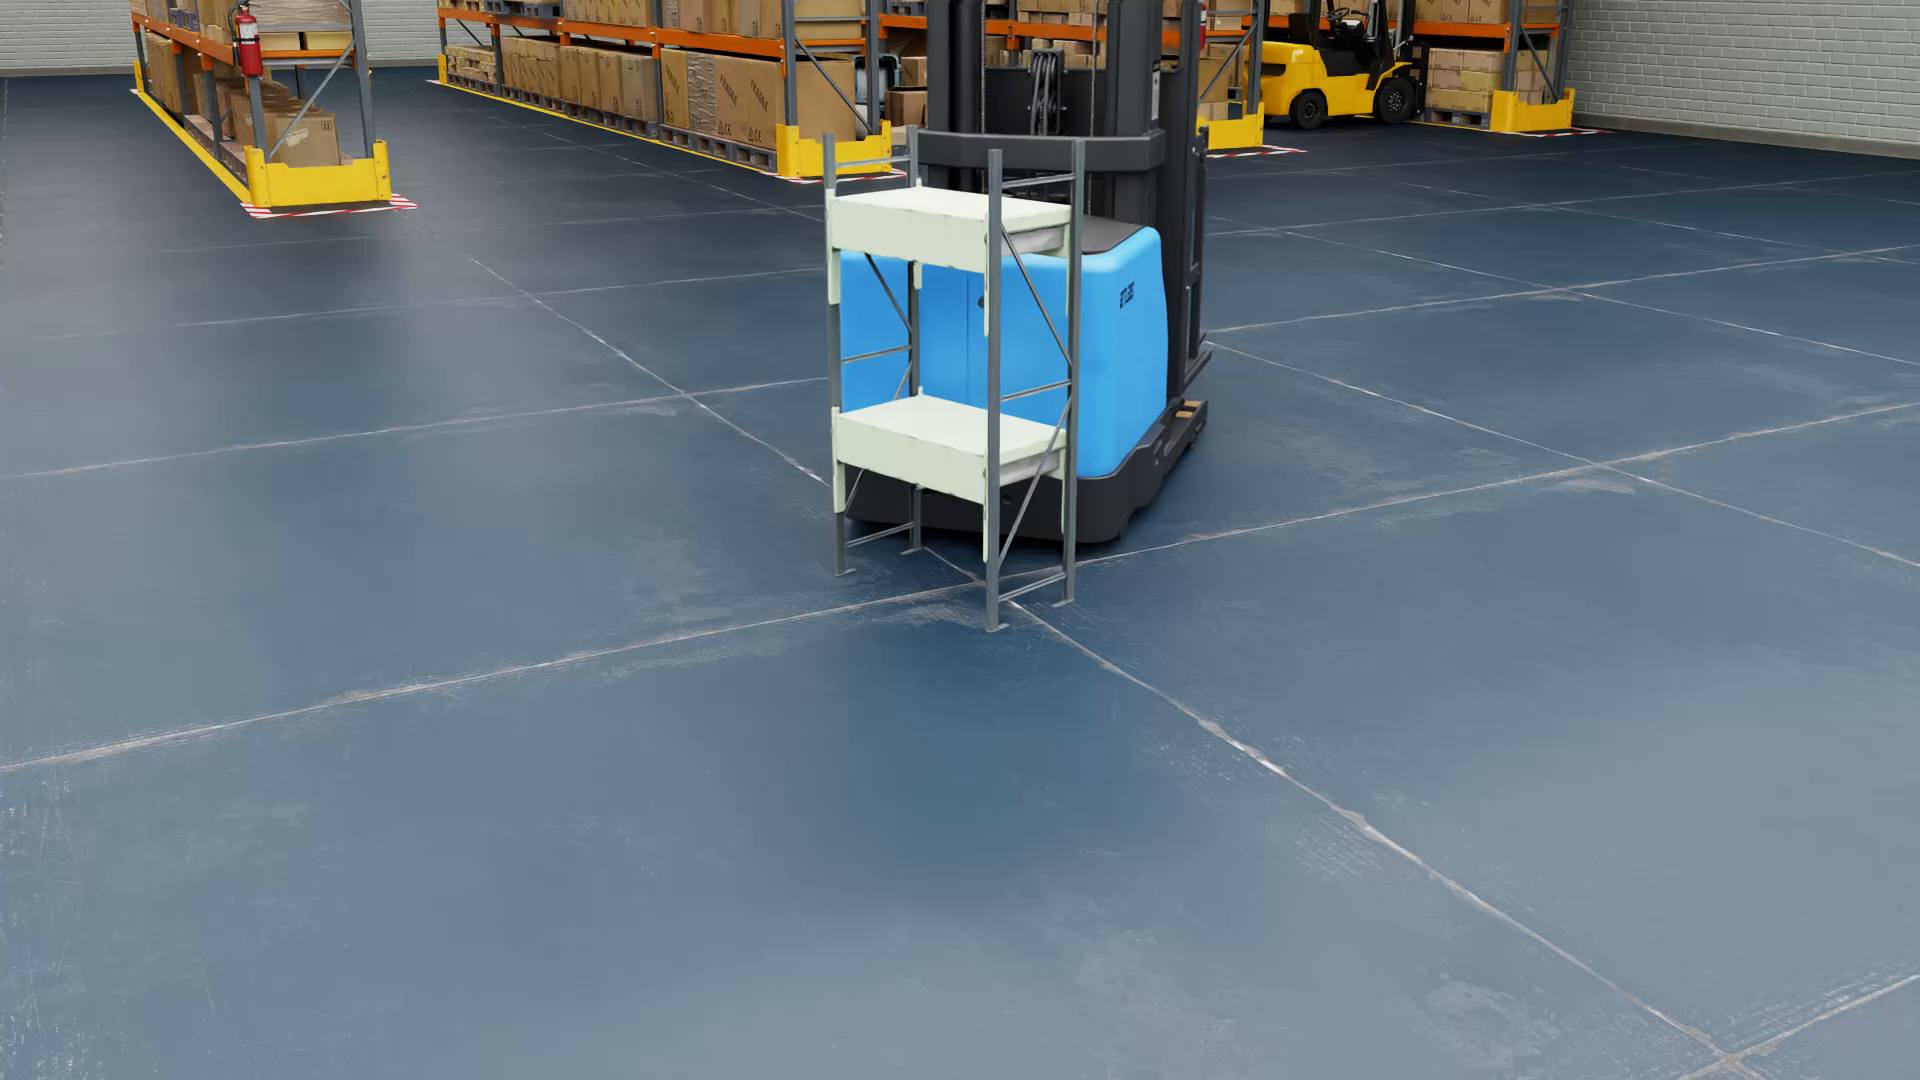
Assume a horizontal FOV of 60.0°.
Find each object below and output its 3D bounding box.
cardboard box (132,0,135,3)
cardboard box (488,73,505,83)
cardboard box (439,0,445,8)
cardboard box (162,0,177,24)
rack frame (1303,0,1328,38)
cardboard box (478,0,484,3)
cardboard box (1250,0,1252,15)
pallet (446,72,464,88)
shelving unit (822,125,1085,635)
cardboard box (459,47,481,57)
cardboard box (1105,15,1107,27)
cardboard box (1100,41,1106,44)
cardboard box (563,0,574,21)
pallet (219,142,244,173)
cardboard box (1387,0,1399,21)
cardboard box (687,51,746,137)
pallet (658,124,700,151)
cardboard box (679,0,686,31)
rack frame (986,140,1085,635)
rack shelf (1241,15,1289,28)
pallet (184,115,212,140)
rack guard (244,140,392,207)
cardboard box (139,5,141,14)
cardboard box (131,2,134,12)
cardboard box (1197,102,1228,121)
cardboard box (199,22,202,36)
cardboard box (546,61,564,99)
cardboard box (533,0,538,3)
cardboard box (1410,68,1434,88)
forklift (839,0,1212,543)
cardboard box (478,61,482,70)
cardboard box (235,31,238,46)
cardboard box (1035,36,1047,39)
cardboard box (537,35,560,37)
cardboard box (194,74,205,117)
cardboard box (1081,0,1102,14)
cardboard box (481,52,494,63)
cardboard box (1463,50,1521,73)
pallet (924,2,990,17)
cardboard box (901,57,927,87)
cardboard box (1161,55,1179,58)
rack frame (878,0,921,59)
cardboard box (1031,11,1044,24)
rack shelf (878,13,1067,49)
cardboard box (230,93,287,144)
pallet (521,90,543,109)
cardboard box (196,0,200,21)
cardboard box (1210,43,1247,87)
[{"bbox_3d":[-12.823,-8.637,26.337,0.500,0.250,0.500,-11,22,-28],"label":"cardboard box"},{"bbox_3d":[-7.475,-7.542,27.115,0.380,0.149,0.250,-10,21,-26],"label":"cardboard box"},{"bbox_3d":[-9.023,-9.517,29.498,0.380,0.149,0.250,-10,21,-27],"label":"cardboard box"},{"bbox_3d":[-9.955,-6.894,21.358,0.500,0.500,0.500,-9,21,-25],"label":"cardboard box"},{"bbox_3d":[5.485,-7.900,24.427,1.000,3.000,0.127,-10,21,-27],"label":"rack frame"},{"bbox_3d":[-7.467,-8.914,26.756,0.500,0.500,0.500,-10,21,-27],"label":"cardboard box"},{"bbox_3d":[4.563,-8.224,25.596,0.500,0.250,0.500,-10,21,-26],"label":"cardboard box"},{"bbox_3d":[-8.497,-8.201,29.573,1.003,0.211,1.213,-10,21,-27],"label":"pallet"},{"bbox_3d":[-0.029,-0.542,5.404,0.755,1.500,0.431,18,26,42],"label":"shelving unit"},{"bbox_3d":[-8.504,-8.497,28.973,0.380,0.149,0.250,-11,22,-29],"label":"cardboard box"},{"bbox_3d":[1.983,-6.294,20.157,0.380,0.149,0.250,-10,22,-27],"label":"cardboard box"},{"bbox_3d":[2.681,-8.785,29.185,0.380,0.149,0.250,-10,22,-27],"label":"cardboard box"},{"bbox_3d":[-5.114,-7.359,22.707,0.500,0.500,0.500,-10,21,-26],"label":"cardboard box"},{"bbox_3d":[-7.253,-4.090,17.660,1.003,0.211,1.213,-10,21,-27],"label":"pallet"},{"bbox_3d":[6.190,-7.340,22.650,0.500,0.500,0.500,-10,21,-26],"label":"cardboard box"},{"bbox_3d":[-2.521,-5.079,18.865,0.875,0.875,0.875,-10,21,-26],"label":"cardboard box"},{"bbox_3d":[-2.898,-4.786,19.677,1.003,0.211,1.213,-10,21,-27],"label":"pallet"},{"bbox_3d":[-2.723,-6.147,19.117,0.875,0.550,0.550,-10,21,-27],"label":"cardboard box"},{"bbox_3d":[0.231,-0.458,5.160,0.023,1.500,0.400,18,26,42],"label":"rack frame"},{"bbox_3d":[4.535,-8.134,26.209,1.077,0.370,4.000,-10,21,-27],"label":"rack shelf"},{"bbox_3d":[-9.133,-5.201,20.880,1.003,0.211,1.213,-10,21,-27],"label":"pallet"},{"bbox_3d":[-5.740,-3.287,14.891,1.175,0.500,0.348,-10,21,-27],"label":"rack guard"},{"bbox_3d":[-12.324,-8.105,25.407,0.380,0.149,0.250,-10,21,-26],"label":"cardboard box"},{"bbox_3d":[-13.178,-8.621,26.903,0.380,0.149,0.250,-11,22,-28],"label":"cardboard box"},{"bbox_3d":[2.878,-5.155,20.044,0.500,0.250,0.500,-10,21,-27],"label":"cardboard box"},{"bbox_3d":[-7.766,-5.368,17.475,0.380,0.149,0.250,-10,21,-27],"label":"cardboard box"},{"bbox_3d":[-5.632,-6.648,23.987,0.500,0.500,0.500,-10,21,-27],"label":"cardboard box"},{"bbox_3d":[-5.844,-7.704,23.602,0.380,0.149,0.250,-10,21,-27],"label":"cardboard box"},{"bbox_3d":[6.386,-6.269,22.505,0.500,0.250,0.500,-11,22,-28],"label":"cardboard box"},{"bbox_3d":[0.483,-1.819,6.910,1.130,2.935,3.031,6,20,17],"label":"forklift"},{"bbox_3d":[-7.871,-7.971,27.903,0.380,0.149,0.250,-9,21,-25],"label":"cardboard box"},{"bbox_3d":[-6.408,-4.588,15.214,0.380,0.149,0.250,-10,21,-27],"label":"cardboard box"},{"bbox_3d":[1.622,-9.376,30.898,0.380,0.149,0.250,-9,21,-24],"label":"cardboard box"},{"bbox_3d":[-6.413,-7.828,26.256,0.500,0.250,0.500,-11,22,-28],"label":"cardboard box"},{"bbox_3d":[-9.167,-5.581,20.863,0.700,0.500,0.500,-11,22,-30],"label":"cardboard box"},{"bbox_3d":[1.825,-6.720,20.398,0.500,0.500,0.500,-10,21,-26],"label":"cardboard box"},{"bbox_3d":[-7.667,-7.962,27.423,0.380,0.149,0.250,-10,22,-27],"label":"cardboard box"},{"bbox_3d":[6.891,-6.207,21.560,0.500,0.250,0.500,-9,21,-25],"label":"cardboard box"},{"bbox_3d":[0.195,-7.626,23.927,1.003,0.211,1.213,-10,21,-27],"label":"pallet"},{"bbox_3d":[-0.434,-6.022,21.657,0.500,0.500,0.500,-10,21,-27],"label":"cardboard box"},{"bbox_3d":[2.614,-5.666,20.374,0.500,0.500,0.500,-11,22,-29],"label":"cardboard box"},{"bbox_3d":[-0.781,-8.278,25.524,1.000,3.000,0.127,-10,21,-27],"label":"rack frame"},{"bbox_3d":[1.151,-6.807,21.644,0.380,0.149,0.250,-9,21,-25],"label":"cardboard box"},{"bbox_3d":[0.169,-7.364,23.977,1.077,0.370,4.000,-10,21,-27],"label":"rack shelf"},{"bbox_3d":[-7.448,-4.491,17.736,0.500,0.500,0.500,-11,22,-28],"label":"cardboard box"},{"bbox_3d":[-6.034,-6.739,25.337,1.003,0.211,1.213,-10,21,-27],"label":"pallet"},{"bbox_3d":[-7.444,-5.644,17.281,0.875,0.500,0.500,-10,21,-27],"label":"cardboard box"},{"bbox_3d":[4.507,-7.564,26.449,0.875,0.625,0.625,-11,22,-29],"label":"cardboard box"}]
